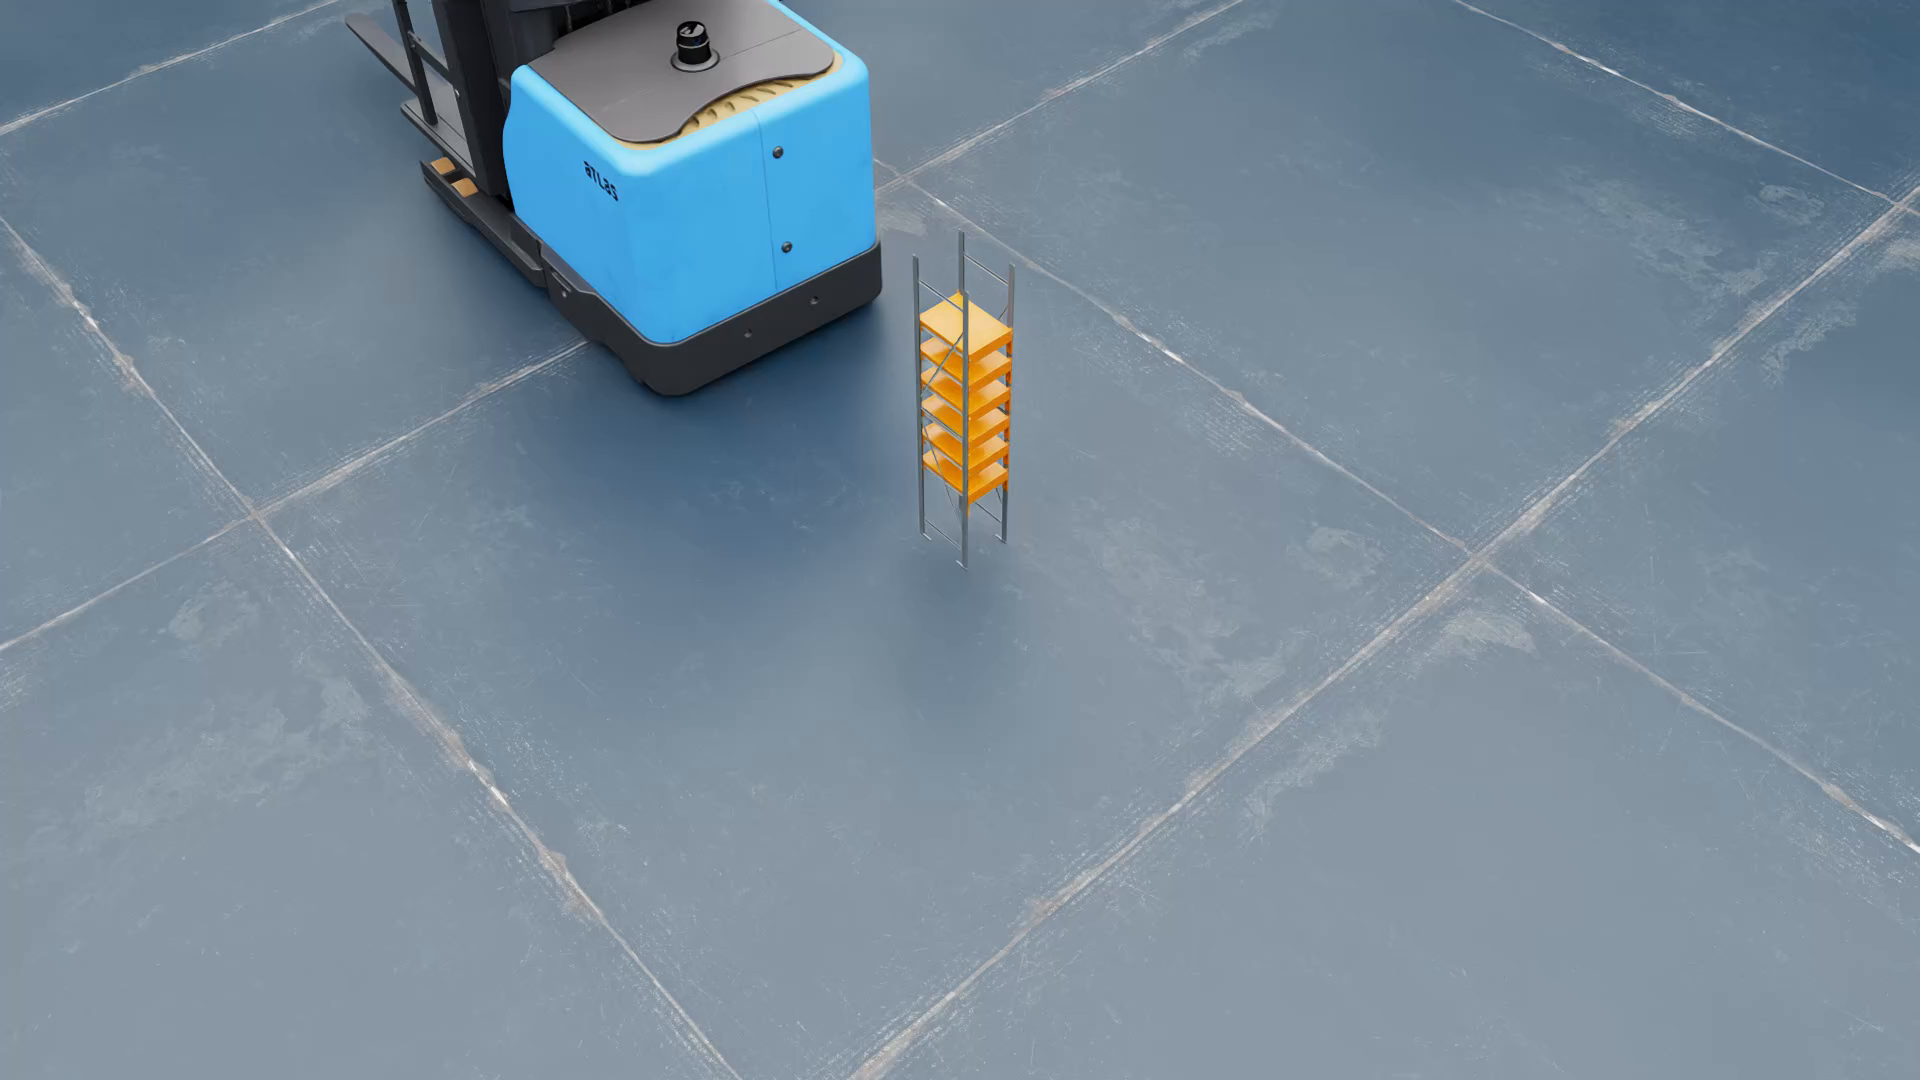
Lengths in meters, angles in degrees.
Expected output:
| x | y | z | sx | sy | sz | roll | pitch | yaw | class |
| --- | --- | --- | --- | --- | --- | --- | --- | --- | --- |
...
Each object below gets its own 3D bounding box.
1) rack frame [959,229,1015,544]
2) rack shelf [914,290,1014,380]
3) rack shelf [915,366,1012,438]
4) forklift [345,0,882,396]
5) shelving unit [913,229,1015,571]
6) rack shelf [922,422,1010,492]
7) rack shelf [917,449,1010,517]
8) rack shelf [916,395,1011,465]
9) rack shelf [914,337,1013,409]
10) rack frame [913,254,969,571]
| x | y | z | sx | sy | sz | roll | pitch | yaw | class |
| --- | --- | --- | --- | --- | --- | --- | --- | --- | --- |
| 0.078 | -0.459 | 5.357 | 0.006 | 1.200 | 0.240 | -34 | 56 | -27 | rack frame |
| 0.011 | -0.628 | 5.084 | 0.180 | 0.103 | 0.258 | -34 | 56 | -27 | rack shelf |
| 0.011 | -0.465 | 5.260 | 0.180 | 0.103 | 0.258 | -34 | 56 | -27 | rack shelf |
| -1.627 | -2.552 | 6.110 | 1.130 | 2.935 | 3.031 | -31 | 54 | -25 | forklift |
| 0.011 | -0.414 | 5.316 | 0.189 | 1.200 | 0.258 | -34 | 56 | -27 | shelving unit |
| 0.011 | -0.303 | 5.436 | 0.180 | 0.103 | 0.258 | -34 | 56 | -27 | rack shelf |
| 0.011 | -0.221 | 5.525 | 0.180 | 0.103 | 0.258 | -34 | 56 | -27 | rack shelf |
| 0.011 | -0.384 | 5.348 | 0.180 | 0.103 | 0.258 | -34 | 56 | -27 | rack shelf |
| 0.011 | -0.547 | 5.172 | 0.180 | 0.103 | 0.258 | -34 | 56 | -27 | rack shelf |
| -0.057 | -0.369 | 5.274 | 0.006 | 1.200 | 0.240 | -34 | 56 | -27 | rack frame |
